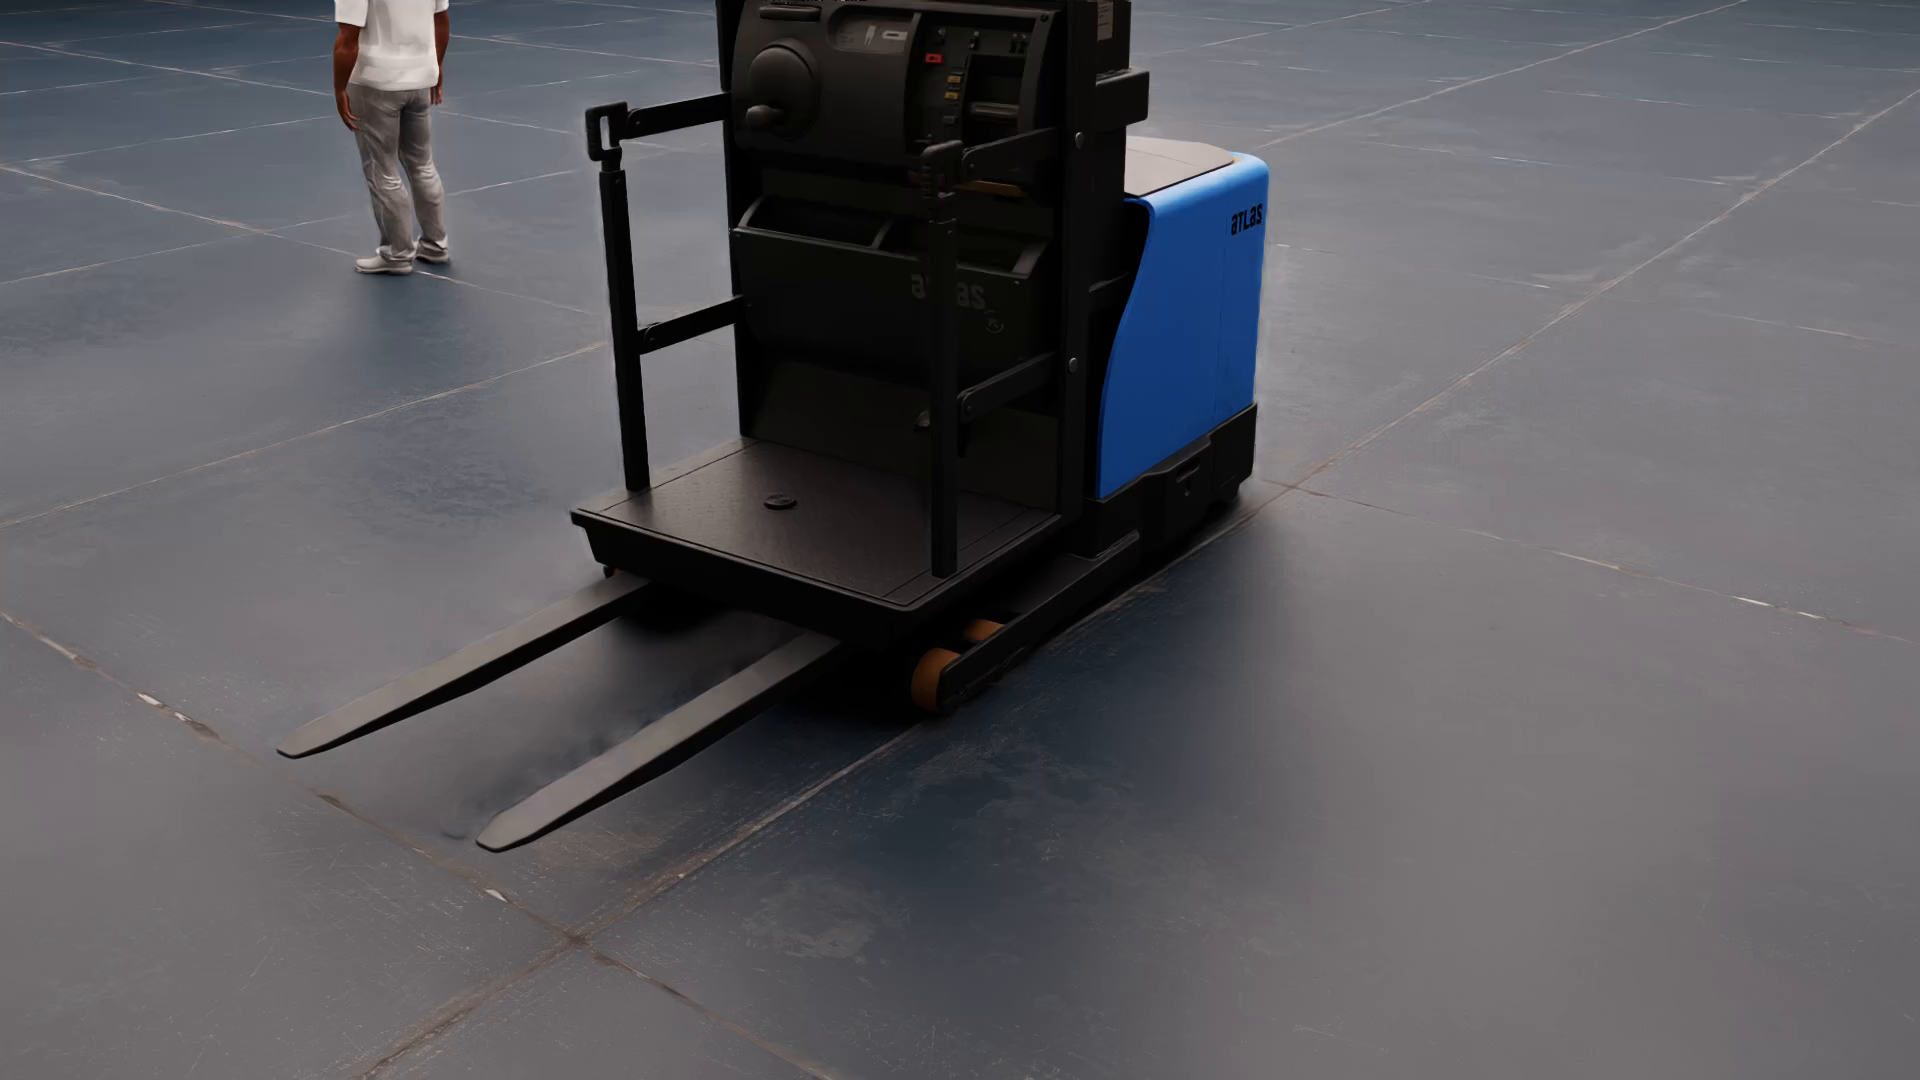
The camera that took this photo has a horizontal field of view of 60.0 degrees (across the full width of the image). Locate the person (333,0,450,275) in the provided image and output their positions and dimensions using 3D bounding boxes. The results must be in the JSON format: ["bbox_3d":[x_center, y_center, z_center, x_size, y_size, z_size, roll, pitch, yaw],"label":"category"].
[{"bbox_3d":[-2.659,-2.117,7.682,0.517,1.776,0.662,13,27,28],"label":"person"}]

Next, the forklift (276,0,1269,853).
[{"bbox_3d":[-0.301,-1.131,3.938,1.130,2.935,3.031,15,28,31],"label":"forklift"}]
